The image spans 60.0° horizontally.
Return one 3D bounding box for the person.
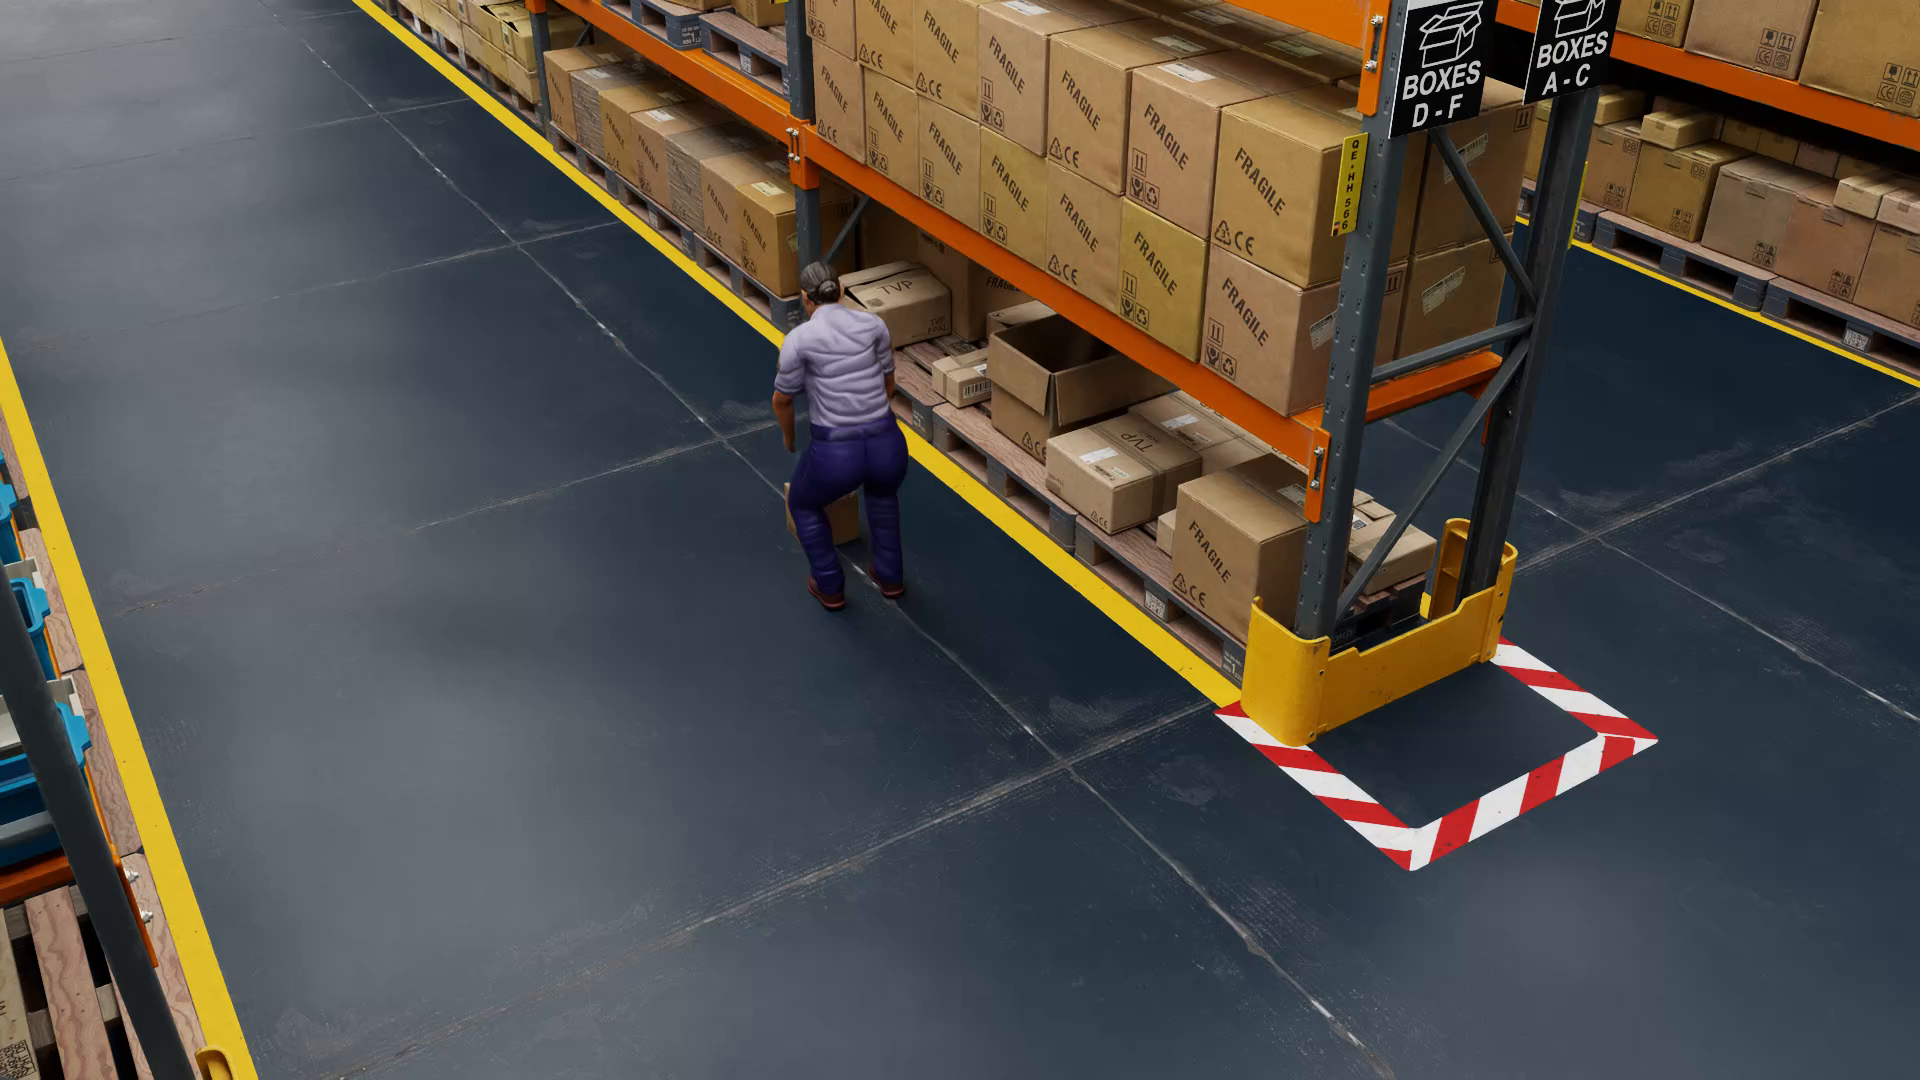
[{"bbox_3d":[-0.498,-0.399,6.950,0.528,1.469,0.573,-11,34,-17],"label":"person"}]
